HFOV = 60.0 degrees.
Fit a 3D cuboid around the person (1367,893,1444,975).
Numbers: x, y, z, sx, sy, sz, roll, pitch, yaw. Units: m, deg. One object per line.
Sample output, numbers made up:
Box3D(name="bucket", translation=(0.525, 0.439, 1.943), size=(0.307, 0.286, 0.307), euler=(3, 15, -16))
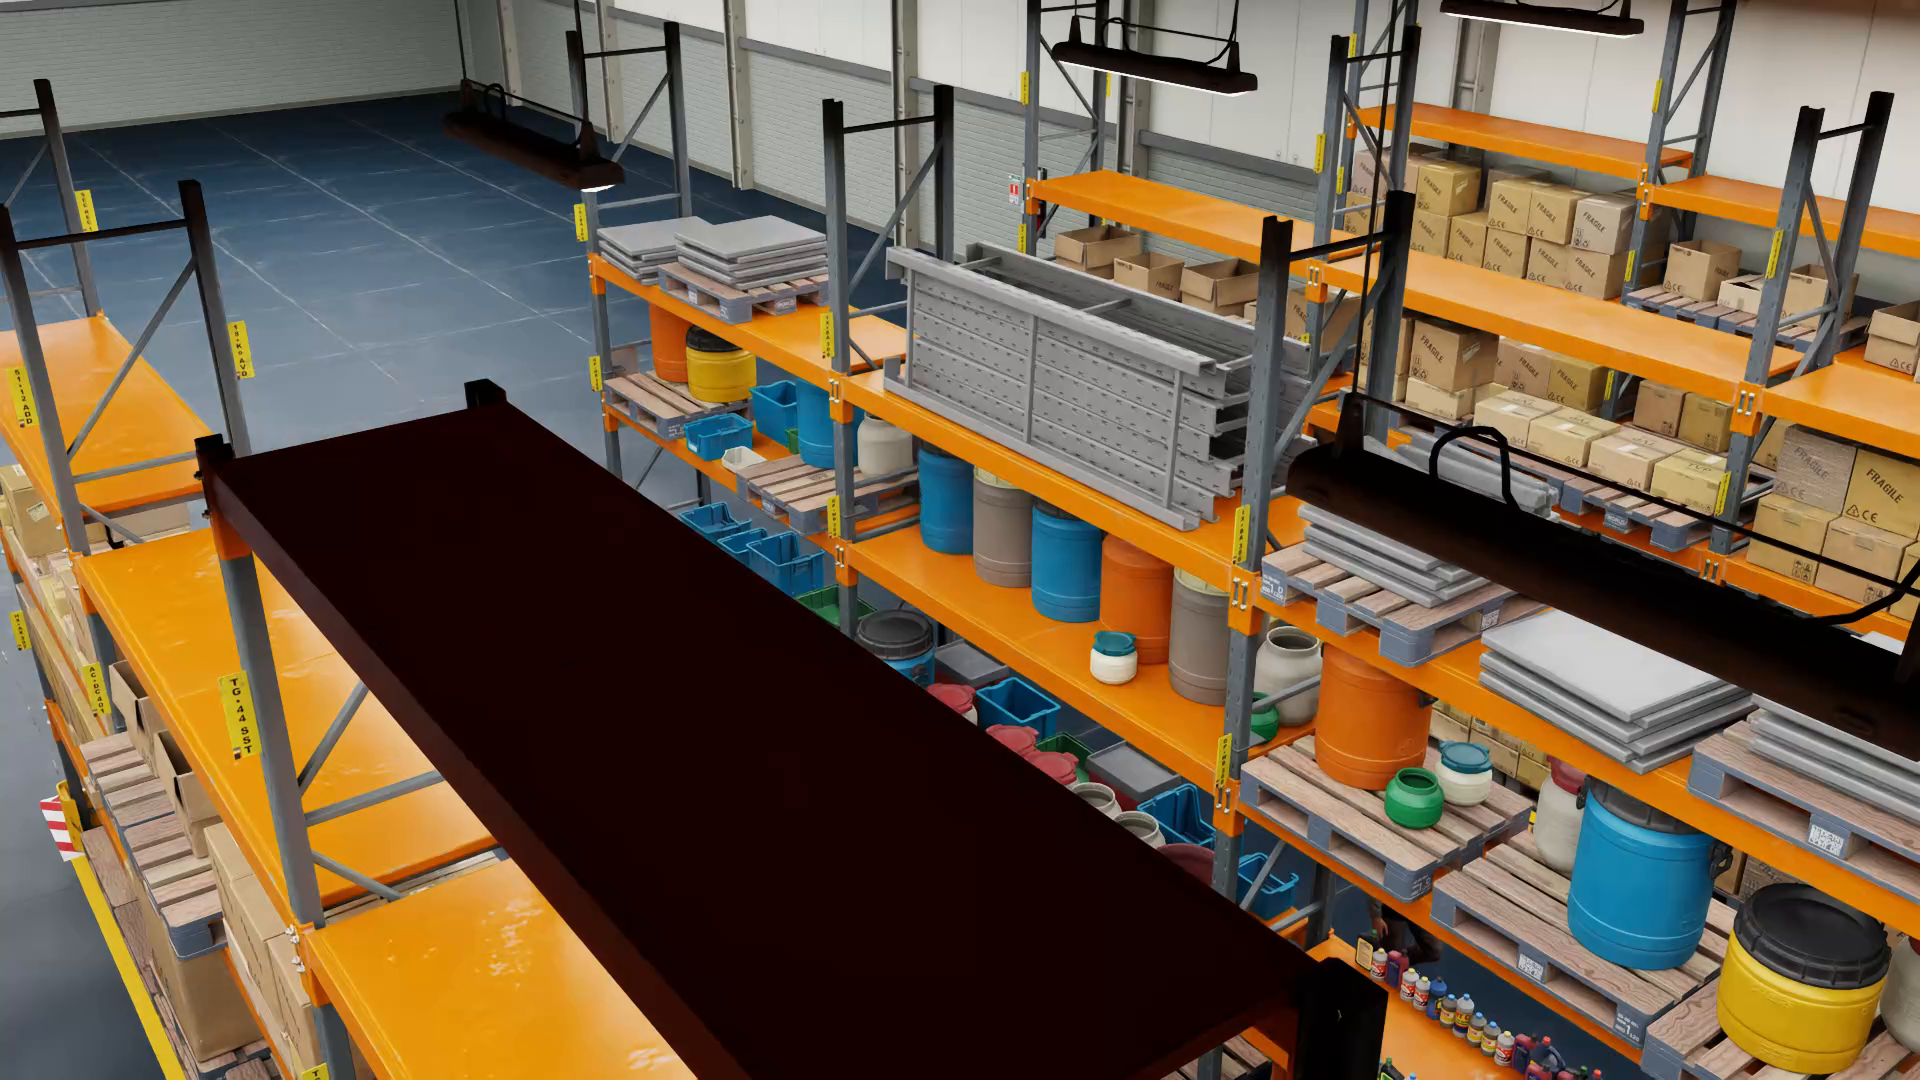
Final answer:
Box3D(name="person", translation=(3.050, 2.528, 11.461), size=(0.640, 1.715, 0.464), euler=(-12, 28, -25))
